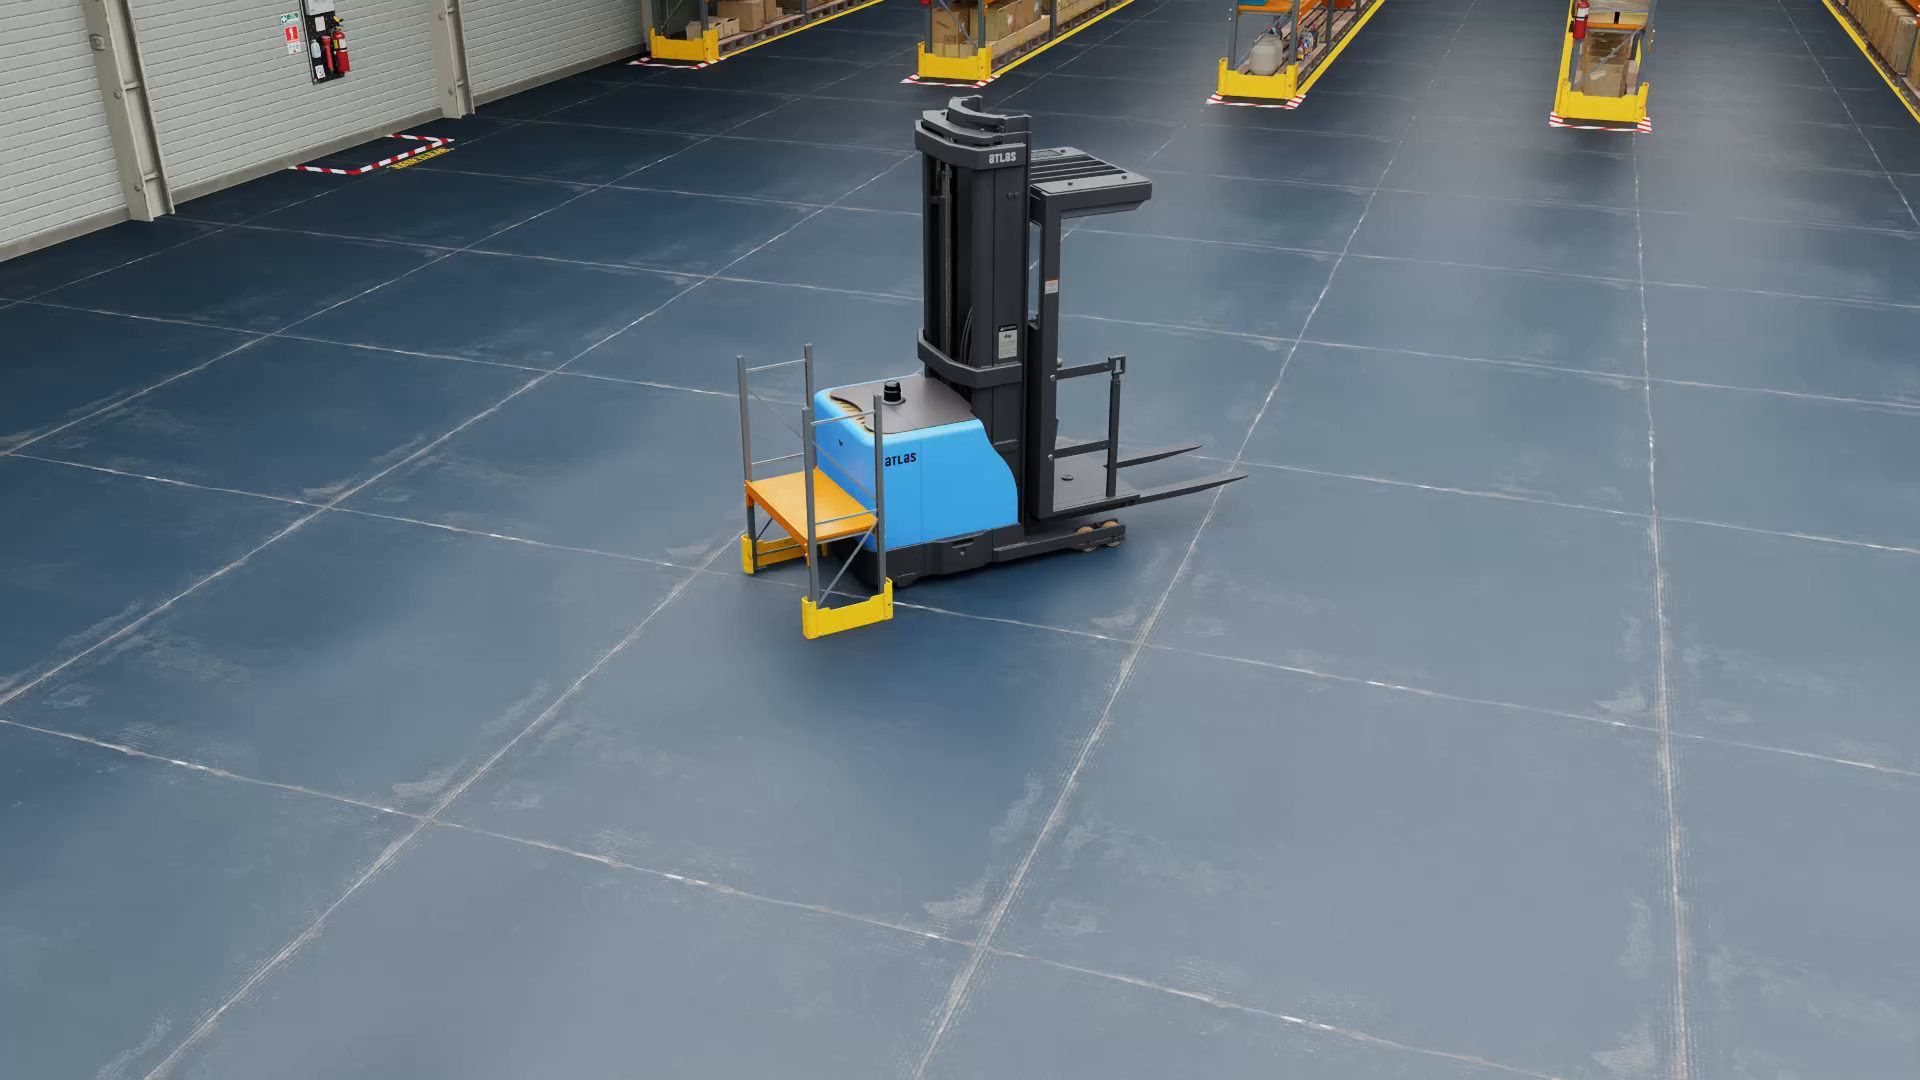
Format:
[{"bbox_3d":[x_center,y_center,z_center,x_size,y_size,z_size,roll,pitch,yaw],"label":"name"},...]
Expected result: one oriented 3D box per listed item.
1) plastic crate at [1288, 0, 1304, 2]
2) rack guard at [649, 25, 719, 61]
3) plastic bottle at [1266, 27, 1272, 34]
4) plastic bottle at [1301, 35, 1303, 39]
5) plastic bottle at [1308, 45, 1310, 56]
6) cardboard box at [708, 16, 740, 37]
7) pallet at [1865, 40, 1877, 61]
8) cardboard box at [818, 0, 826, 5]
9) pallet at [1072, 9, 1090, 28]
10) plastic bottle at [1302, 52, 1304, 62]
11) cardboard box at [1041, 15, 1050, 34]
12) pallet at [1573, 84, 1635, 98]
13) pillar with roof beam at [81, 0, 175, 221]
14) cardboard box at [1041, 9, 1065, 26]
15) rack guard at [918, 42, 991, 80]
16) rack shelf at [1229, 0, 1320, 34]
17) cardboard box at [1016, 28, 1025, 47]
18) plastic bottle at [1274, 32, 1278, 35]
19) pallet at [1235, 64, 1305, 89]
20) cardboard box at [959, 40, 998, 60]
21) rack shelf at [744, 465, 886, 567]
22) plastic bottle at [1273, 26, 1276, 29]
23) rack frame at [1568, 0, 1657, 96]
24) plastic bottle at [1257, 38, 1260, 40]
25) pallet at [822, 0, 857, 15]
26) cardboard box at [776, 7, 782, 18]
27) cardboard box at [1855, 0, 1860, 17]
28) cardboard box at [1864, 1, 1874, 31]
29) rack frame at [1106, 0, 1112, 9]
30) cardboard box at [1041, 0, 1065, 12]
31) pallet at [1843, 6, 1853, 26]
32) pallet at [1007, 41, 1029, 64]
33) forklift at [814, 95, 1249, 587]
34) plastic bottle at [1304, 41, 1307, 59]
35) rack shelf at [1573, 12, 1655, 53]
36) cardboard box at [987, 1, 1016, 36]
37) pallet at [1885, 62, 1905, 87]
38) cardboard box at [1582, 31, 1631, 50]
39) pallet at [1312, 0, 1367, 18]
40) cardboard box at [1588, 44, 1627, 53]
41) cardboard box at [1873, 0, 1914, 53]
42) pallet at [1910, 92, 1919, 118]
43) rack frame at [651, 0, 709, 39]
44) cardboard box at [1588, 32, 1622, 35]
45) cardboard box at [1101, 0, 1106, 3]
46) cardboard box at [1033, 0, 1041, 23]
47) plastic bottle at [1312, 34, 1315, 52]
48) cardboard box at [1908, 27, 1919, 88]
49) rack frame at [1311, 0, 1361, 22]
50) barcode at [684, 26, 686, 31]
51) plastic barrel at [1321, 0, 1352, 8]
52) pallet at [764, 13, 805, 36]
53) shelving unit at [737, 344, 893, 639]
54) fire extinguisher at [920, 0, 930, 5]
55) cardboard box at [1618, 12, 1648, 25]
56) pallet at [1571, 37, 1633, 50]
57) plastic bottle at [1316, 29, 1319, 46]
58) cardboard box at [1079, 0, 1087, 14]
[{"bbox_3d":[5.191,-8.377,25.636,0.298,0.136,0.250,9,27,17],"label":"plastic crate"},{"bbox_3d":[-4.728,-8.518,28.492,1.175,0.500,0.348,9,27,17],"label":"rack guard"},{"bbox_3d":[5.198,-8.475,28.071,0.144,0.351,0.185,8,27,15],"label":"plastic bottle"},{"bbox_3d":[5.702,-8.280,27.746,0.061,0.283,0.133,9,27,17],"label":"plastic bottle"},{"bbox_3d":[5.735,-8.120,27.509,0.097,0.201,0.097,0,26,0],"label":"plastic bottle"},{"bbox_3d":[-4.248,-9.105,29.417,0.500,0.311,0.500,11,28,22],"label":"cardboard box"},{"bbox_3d":[16.233,-8.415,28.612,1.003,0.211,1.213,9,27,17],"label":"pallet"},{"bbox_3d":[-3.068,-10.853,32.810,0.700,0.500,0.500,8,27,16],"label":"cardboard box"},{"bbox_3d":[1.864,-10.095,32.081,1.003,0.211,1.213,9,27,17],"label":"pallet"},{"bbox_3d":[5.521,-7.856,26.963,0.097,0.201,0.097,0,26,0],"label":"plastic bottle"},{"bbox_3d":[1.303,-9.268,29.846,0.500,0.250,0.500,9,27,17],"label":"cardboard box"},{"bbox_3d":[9.589,-6.562,24.783,1.003,0.211,1.213,9,27,17],"label":"pallet"},{"bbox_3d":[-5.269,-7.169,15.954,9.100,9.000,0.400,9,27,17],"label":"pillar with roof beam"},{"bbox_3d":[1.619,-9.620,30.573,0.500,0.250,0.500,8,27,16],"label":"cardboard box"},{"bbox_3d":[-0.088,-7.760,26.927,1.175,0.500,0.348,9,27,17],"label":"rack guard"},{"bbox_3d":[5.255,-8.673,26.770,1.077,0.370,4.000,9,27,17],"label":"rack shelf"},{"bbox_3d":[0.809,-8.650,28.571,0.500,0.250,0.500,9,27,17],"label":"cardboard box"},{"bbox_3d":[5.326,-8.440,28.089,0.097,0.271,0.097,0,26,0],"label":"plastic bottle"},{"bbox_3d":[4.846,-7.291,26.290,1.003,0.211,1.213,9,27,17],"label":"pallet"},{"bbox_3d":[0.308,-8.034,27.299,0.500,0.250,0.500,9,27,17],"label":"cardboard box"},{"bbox_3d":[-0.928,-0.167,10.508,0.538,0.185,1.000,-13,29,-25],"label":"rack shelf"},{"bbox_3d":[5.401,-8.721,28.670,0.097,0.271,0.097,0,26,0],"label":"plastic bottle"},{"bbox_3d":[9.260,-7.457,23.432,1.000,3.000,0.127,9,27,17],"label":"rack frame"},{"bbox_3d":[4.943,-8.122,27.427,0.152,0.276,0.135,8,27,16],"label":"plastic bottle"},{"bbox_3d":[-2.760,-10.823,33.586,1.003,0.211,1.213,9,27,17],"label":"pallet"},{"bbox_3d":[-3.572,-9.954,31.336,0.380,0.166,0.250,5,26,11],"label":"cardboard box"},{"bbox_3d":[17.065,-9.991,31.053,0.500,0.500,0.500,9,27,18],"label":"cardboard box"},{"bbox_3d":[16.539,-9.356,29.741,0.500,0.500,0.500,9,27,17],"label":"cardboard box"},{"bbox_3d":[2.582,-12.182,33.192,1.000,3.000,0.127,9,27,17],"label":"rack frame"},{"bbox_3d":[1.623,-9.876,30.459,0.500,0.311,0.500,9,27,18],"label":"cardboard box"},{"bbox_3d":[17.639,-10.052,31.992,1.003,0.211,1.213,9,27,17],"label":"pallet"},{"bbox_3d":[0.542,-8.460,28.704,1.003,0.211,1.213,9,27,17],"label":"pallet"},{"bbox_3d":[0.570,-1.437,11.078,3.031,2.935,1.130,-12,28,-23],"label":"forklift"},{"bbox_3d":[5.634,-8.027,27.236,0.097,0.271,0.097,0,26,0],"label":"plastic bottle"},{"bbox_3d":[9.926,-7.955,25.286,1.077,0.370,4.000,9,27,17],"label":"rack shelf"},{"bbox_3d":[0.627,-8.785,27.988,0.500,0.500,0.500,9,27,17],"label":"cardboard box"},{"bbox_3d":[15.421,-7.413,26.541,1.003,0.211,1.213,9,27,17],"label":"pallet"},{"bbox_3d":[10.816,-8.423,27.791,0.700,0.500,0.500,7,27,13],"label":"cardboard box"},{"bbox_3d":[7.475,-10.537,32.995,1.003,0.211,1.213,9,27,17],"label":"pallet"},{"bbox_3d":[9.877,-7.280,25.454,0.500,0.500,0.500,11,28,22],"label":"cardboard box"},{"bbox_3d":[15.991,-8.563,27.817,1.050,0.750,0.750,9,27,18],"label":"cardboard box"},{"bbox_3d":[14.504,-6.280,24.203,1.003,0.211,1.213,9,27,17],"label":"pallet"},{"bbox_3d":[-4.753,-9.612,27.883,1.000,3.000,0.127,9,27,17],"label":"rack frame"},{"bbox_3d":[10.420,-8.006,26.953,0.500,0.500,0.500,8,27,16],"label":"cardboard box"},{"bbox_3d":[2.637,-10.882,33.181,0.500,0.250,0.500,9,27,19],"label":"cardboard box"},{"bbox_3d":[1.125,-9.401,29.262,0.500,0.500,0.500,9,27,17],"label":"cardboard box"},{"bbox_3d":[5.899,-8.336,27.860,0.061,0.283,0.133,11,28,21],"label":"plastic bottle"},{"bbox_3d":[14.960,-7.324,25.114,0.875,0.875,0.875,9,27,18],"label":"cardboard box"},{"bbox_3d":[7.252,-11.462,31.706,1.000,3.000,0.127,9,27,17],"label":"rack frame"},{"bbox_3d":[-4.809,-8.940,29.066,0.001,0.075,0.075,9,27,17],"label":"barcode"},{"bbox_3d":[7.398,-10.878,32.507,0.600,0.830,0.708,9,27,17],"label":"plastic barrel"},{"bbox_3d":[-3.612,-9.719,31.305,1.003,0.211,1.213,9,27,17],"label":"pallet"},{"bbox_3d":[-0.932,-0.332,10.437,0.587,1.500,1.083,-13,29,-25],"label":"shelving unit"},{"bbox_3d":[-0.558,-8.879,26.458,0.296,0.674,0.183,9,27,17],"label":"fire extinguisher"},{"bbox_3d":[9.580,-7.426,23.657,0.380,0.149,0.250,9,27,17],"label":"cardboard box"},{"bbox_3d":[11.253,-8.669,29.135,1.003,0.211,1.213,9,27,17],"label":"pallet"},{"bbox_3d":[6.072,-8.549,28.300,0.061,0.283,0.133,10,28,20],"label":"plastic bottle"},{"bbox_3d":[2.130,-10.252,31.879,0.500,0.250,0.500,9,27,18],"label":"cardboard box"}]
